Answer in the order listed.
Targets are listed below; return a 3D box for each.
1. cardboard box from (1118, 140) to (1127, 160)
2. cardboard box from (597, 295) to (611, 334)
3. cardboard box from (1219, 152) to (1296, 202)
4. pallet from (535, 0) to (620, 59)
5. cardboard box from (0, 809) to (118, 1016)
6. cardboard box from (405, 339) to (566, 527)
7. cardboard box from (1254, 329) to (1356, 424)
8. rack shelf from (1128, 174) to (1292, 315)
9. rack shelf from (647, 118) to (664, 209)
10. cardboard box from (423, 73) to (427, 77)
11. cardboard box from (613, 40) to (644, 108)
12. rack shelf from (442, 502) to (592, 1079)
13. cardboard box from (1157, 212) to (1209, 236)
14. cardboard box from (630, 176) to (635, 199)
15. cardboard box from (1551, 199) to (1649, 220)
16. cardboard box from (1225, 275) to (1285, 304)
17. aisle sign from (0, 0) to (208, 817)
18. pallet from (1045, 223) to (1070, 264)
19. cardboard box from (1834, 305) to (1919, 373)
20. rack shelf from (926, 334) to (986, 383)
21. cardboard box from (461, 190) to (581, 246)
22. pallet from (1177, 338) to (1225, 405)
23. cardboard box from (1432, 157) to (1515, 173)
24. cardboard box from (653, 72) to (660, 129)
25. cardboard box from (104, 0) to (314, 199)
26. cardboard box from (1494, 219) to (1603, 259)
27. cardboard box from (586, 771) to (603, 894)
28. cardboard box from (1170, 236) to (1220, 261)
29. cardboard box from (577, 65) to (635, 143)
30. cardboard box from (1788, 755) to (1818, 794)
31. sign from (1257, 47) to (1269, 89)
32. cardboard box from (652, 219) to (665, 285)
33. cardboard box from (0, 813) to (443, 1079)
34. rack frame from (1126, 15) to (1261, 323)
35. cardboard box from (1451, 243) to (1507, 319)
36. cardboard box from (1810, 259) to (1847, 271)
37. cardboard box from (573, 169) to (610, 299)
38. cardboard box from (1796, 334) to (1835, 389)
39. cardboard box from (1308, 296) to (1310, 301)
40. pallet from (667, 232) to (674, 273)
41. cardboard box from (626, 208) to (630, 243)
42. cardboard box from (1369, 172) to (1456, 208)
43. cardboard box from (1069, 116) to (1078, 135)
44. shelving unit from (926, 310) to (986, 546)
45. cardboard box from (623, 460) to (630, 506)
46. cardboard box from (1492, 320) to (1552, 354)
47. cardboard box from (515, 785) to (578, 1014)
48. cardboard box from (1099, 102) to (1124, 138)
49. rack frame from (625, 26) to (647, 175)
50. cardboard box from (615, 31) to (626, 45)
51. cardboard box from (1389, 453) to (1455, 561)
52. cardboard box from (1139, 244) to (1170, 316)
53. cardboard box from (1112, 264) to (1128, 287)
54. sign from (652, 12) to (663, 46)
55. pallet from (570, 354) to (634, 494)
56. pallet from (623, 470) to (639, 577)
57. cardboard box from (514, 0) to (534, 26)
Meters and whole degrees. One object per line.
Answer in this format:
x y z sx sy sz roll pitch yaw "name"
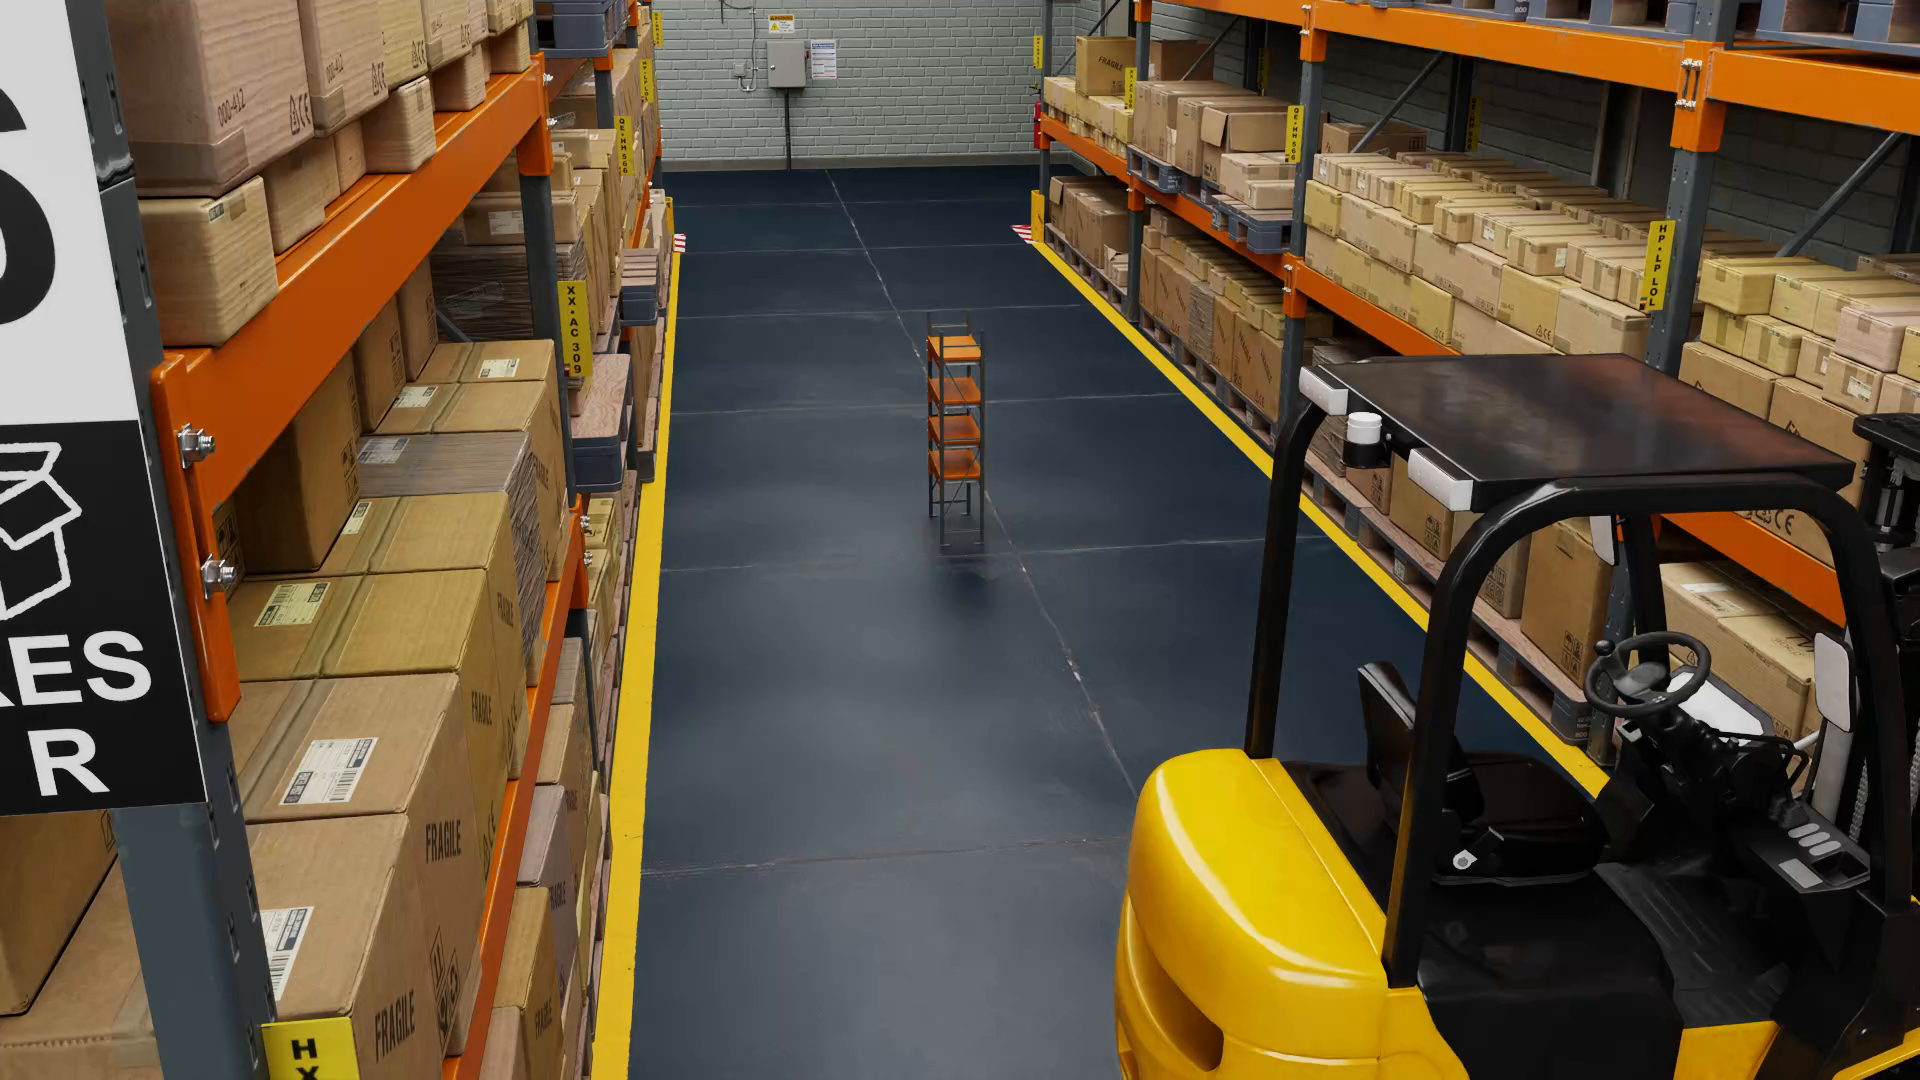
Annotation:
1.571 -3.364 14.294 0.380 0.149 0.250 -2 21 -6 "cardboard box"
-1.759 -1.012 7.397 0.380 0.149 0.250 -2 21 -6 "cardboard box"
2.030 -2.385 10.929 0.500 0.250 0.500 -4 21 -10 "cardboard box"
-1.816 -1.809 5.755 1.213 0.211 1.003 -3 21 -8 "pallet"
-1.545 0.292 2.151 0.700 0.500 0.500 -3 21 -9 "cardboard box"
-1.522 -0.318 5.212 0.500 0.500 0.500 -3 21 -9 "cardboard box"
2.229 -1.071 10.769 0.500 0.500 0.500 -2 21 -6 "cardboard box"
2.214 -2.265 12.022 1.077 0.370 4.000 -3 21 -8 "rack shelf"
-3.273 -3.398 15.056 1.077 0.370 4.000 -3 21 -8 "rack shelf"
-1.250 -0.843 3.258 0.380 0.149 0.250 -3 21 -9 "cardboard box"
-2.814 -3.735 13.358 0.500 0.500 0.500 -3 21 -7 "cardboard box"
-1.544 0.756 3.932 1.077 0.370 4.000 -3 21 -8 "rack shelf"
1.799 -2.538 13.345 0.380 0.149 0.250 -4 21 -10 "cardboard box"
-2.370 -2.362 10.753 0.500 0.250 0.500 -3 21 -8 "cardboard box"
3.067 -1.538 7.977 0.380 0.149 0.250 -3 21 -7 "cardboard box"
2.087 -1.764 11.697 0.380 0.149 0.250 -3 21 -9 "cardboard box"
-0.940 -0.100 1.481 0.394 0.787 0.004 -3 21 -8 "aisle sign"
1.476 -3.071 17.136 1.003 0.211 1.213 -3 21 -8 "pallet"
2.940 -0.621 5.097 0.380 0.149 0.250 -2 21 -7 "cardboard box"
-0.024 -0.988 9.022 0.258 0.148 0.480 -3 21 -8 "rack shelf"
-1.550 -1.140 5.887 0.380 0.149 0.250 -3 21 -8 "cardboard box"
2.260 -1.285 12.355 1.003 0.211 1.213 -3 21 -8 "pallet"
2.898 -2.073 9.409 0.380 0.149 0.250 -2 21 -6 "cardboard box"
-3.230 -4.321 16.355 0.500 0.500 0.500 -3 21 -7 "cardboard box"
-1.064 -0.550 1.903 0.500 0.250 0.500 -3 21 -9 "cardboard box"
2.627 -1.336 7.437 0.380 0.149 0.250 -3 21 -9 "cardboard box"
-1.481 1.010 5.556 0.500 0.250 0.500 -2 21 -5 "cardboard box"
1.879 -2.306 13.149 0.380 0.149 0.250 -4 21 -11 "cardboard box"
-2.447 -2.882 11.074 0.500 0.500 0.500 -3 21 -7 "cardboard box"
2.979 0.865 5.230 0.500 0.250 0.500 -3 21 -8 "cardboard box"
2.475 -3.866 13.625 0.100 0.325 0.005 -3 21 -8 "sign"
-3.099 -2.572 14.877 0.875 0.438 0.875 -4 21 -9 "cardboard box"
-1.049 0.748 2.359 0.500 0.500 0.500 -3 21 -9 "cardboard box"
1.926 -3.294 13.750 1.000 3.000 0.127 -3 21 -8 "rack frame"
2.606 -1.201 7.644 0.500 0.250 0.500 -3 21 -7 "cardboard box"
3.241 -1.008 6.557 0.380 0.149 0.250 -3 21 -9 "cardboard box"
-1.831 -1.355 7.389 0.500 0.500 0.500 -4 21 -10 "cardboard box"
2.969 -0.573 5.394 0.380 0.149 0.250 -3 21 -8 "cardboard box"
2.576 -1.798 11.787 0.380 0.149 0.250 -3 21 -9 "cardboard box"
-3.369 -2.849 16.541 1.003 0.211 1.213 -3 21 -8 "pallet"
-2.322 -1.947 10.355 0.500 0.250 0.500 -4 21 -9 "cardboard box"
2.410 -1.865 8.853 0.380 0.149 0.250 -3 21 -7 "cardboard box"
1.262 -3.986 15.959 0.380 0.149 0.250 -4 21 -9 "cardboard box"
-0.024 -0.619 9.160 0.258 1.200 0.503 -3 21 -8 "shelving unit"
-2.337 -0.428 9.229 0.950 0.372 0.625 -4 21 -11 "cardboard box"
2.670 -0.789 7.257 0.500 0.250 0.500 -3 21 -8 "cardboard box"
-1.331 1.011 4.480 0.500 0.500 0.500 -2 21 -5 "cardboard box"
1.524 -3.700 14.626 0.500 0.250 0.500 -3 21 -8 "cardboard box"
-2.985 -3.043 13.076 1.000 3.000 0.127 -3 21 -8 "rack frame"
-2.774 -3.984 13.098 0.380 0.149 0.250 -3 21 -9 "cardboard box"
2.778 -0.318 8.575 0.875 0.625 0.625 -4 21 -10 "cardboard box"
1.773 -2.141 13.635 0.500 0.500 0.500 -2 21 -5 "cardboard box"
1.555 -2.334 14.652 0.380 0.149 0.250 -4 21 -9 "cardboard box"
-3.023 -5.104 16.600 0.100 0.325 0.005 -3 21 -8 "sign"
-1.798 -0.455 6.422 1.003 0.211 1.213 -3 21 -8 "pallet"
-2.297 -0.081 9.131 1.003 0.211 1.213 -3 21 -8 "pallet"
-1.502 -1.607 4.735 0.500 0.250 0.500 -3 21 -8 "cardboard box"
